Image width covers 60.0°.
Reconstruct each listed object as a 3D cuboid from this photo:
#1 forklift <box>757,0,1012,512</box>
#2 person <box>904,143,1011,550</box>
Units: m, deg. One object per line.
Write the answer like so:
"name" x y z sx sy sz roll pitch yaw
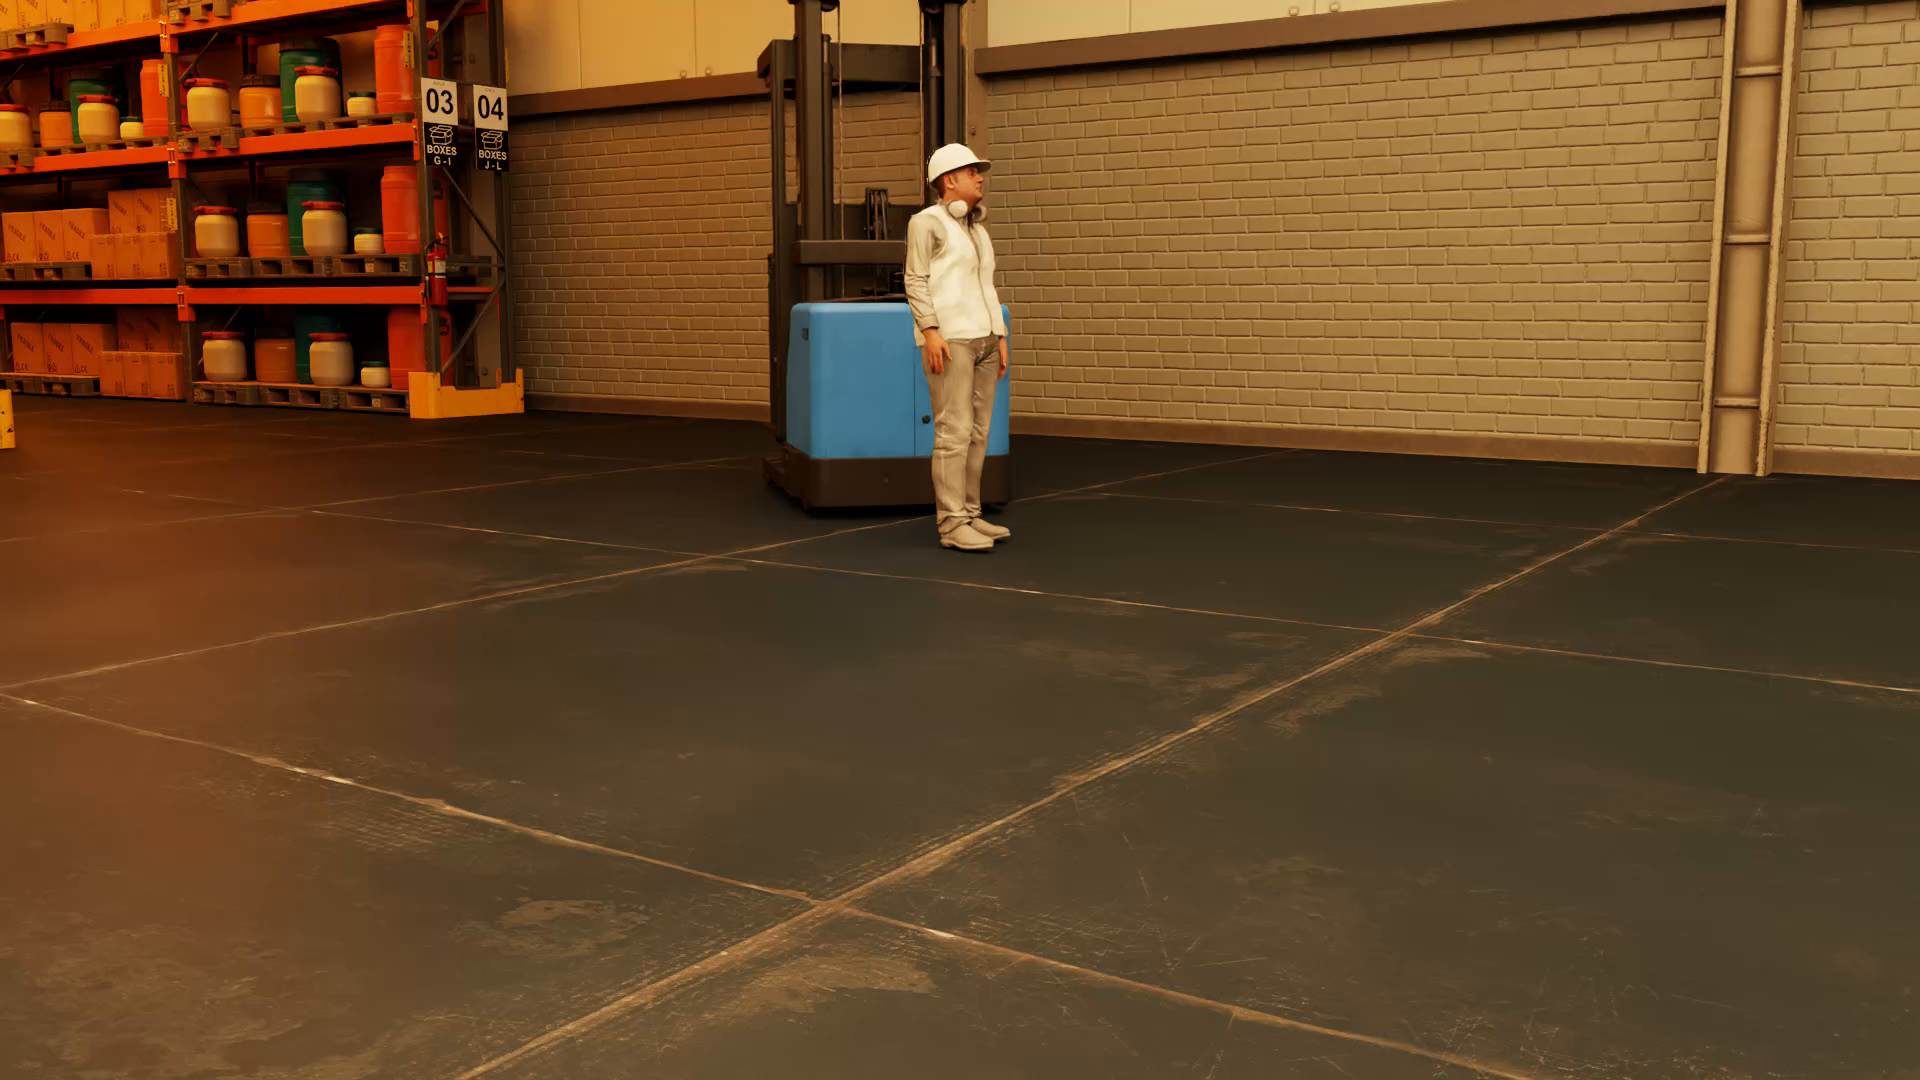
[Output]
"forklift" -0.565 -1.764 9.597 1.130 2.935 3.031 -2 8 -13
"person" 0.057 -0.878 7.443 0.563 1.773 0.647 5 10 34
